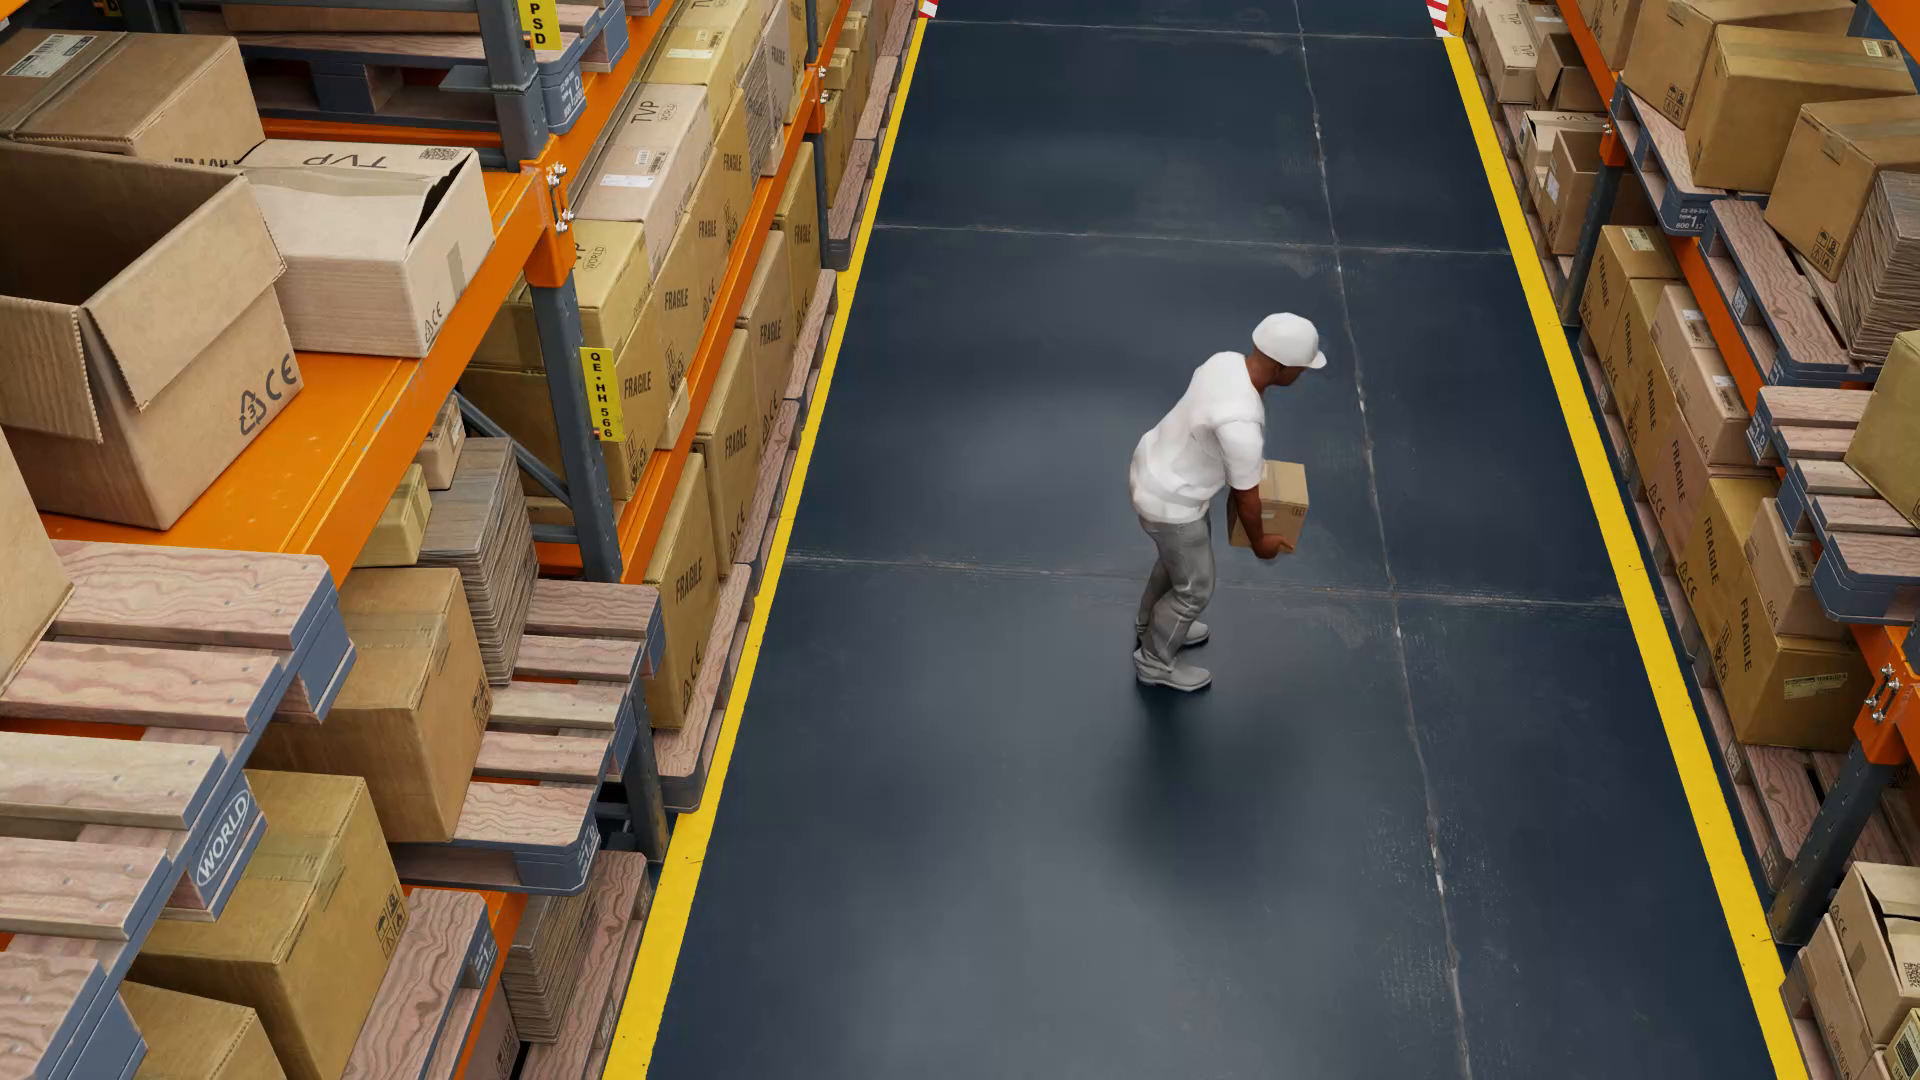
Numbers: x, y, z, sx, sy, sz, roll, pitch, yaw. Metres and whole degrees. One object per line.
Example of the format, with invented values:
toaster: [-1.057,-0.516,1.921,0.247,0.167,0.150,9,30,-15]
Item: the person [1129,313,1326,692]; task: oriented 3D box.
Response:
person: [0.981,-0.157,6.400,0.670,1.669,0.492,2,40,3]
